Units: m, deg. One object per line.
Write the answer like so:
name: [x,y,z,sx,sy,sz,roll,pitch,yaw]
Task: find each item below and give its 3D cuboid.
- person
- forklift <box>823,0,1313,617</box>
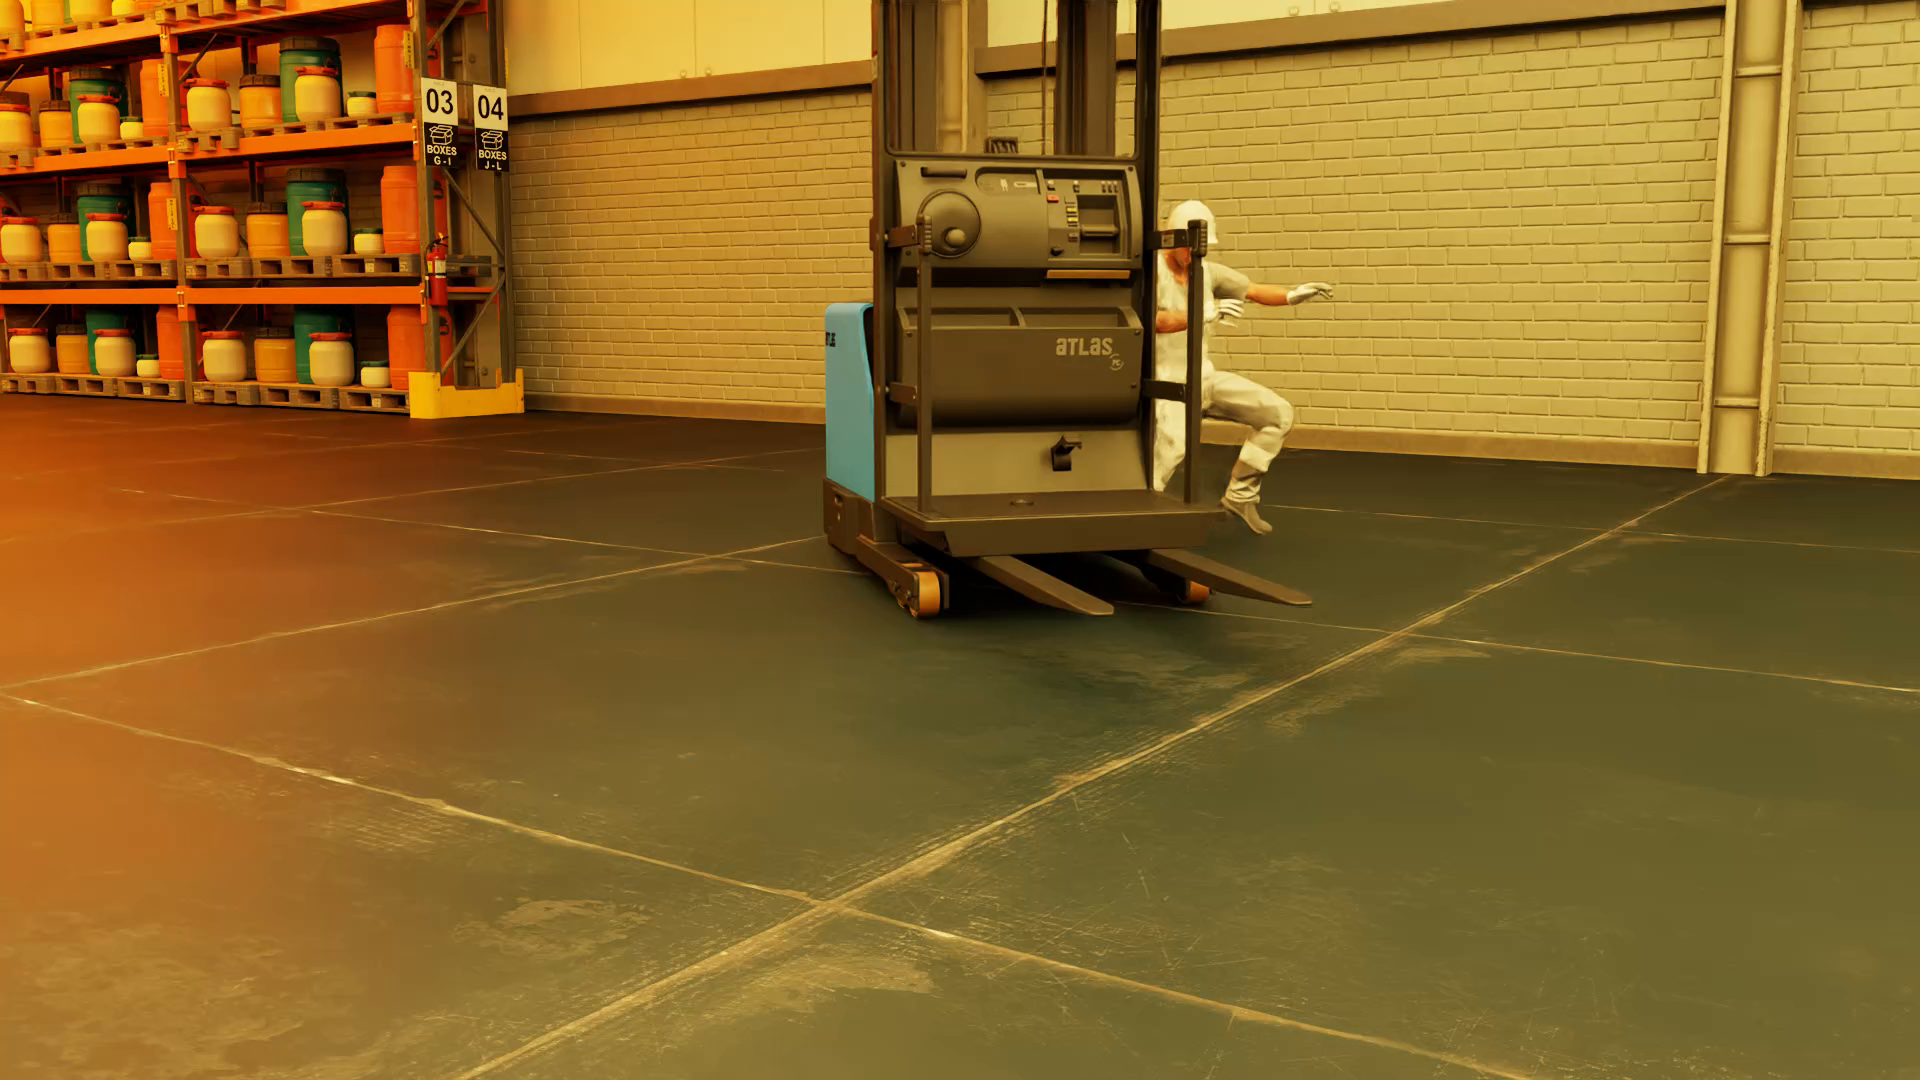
person: [1.068,-0.730,7.386,1.069,1.535,0.734,-5,10,-33]
forklift: [0.283,-1.243,5.936,1.130,2.935,3.031,-2,8,-15]
